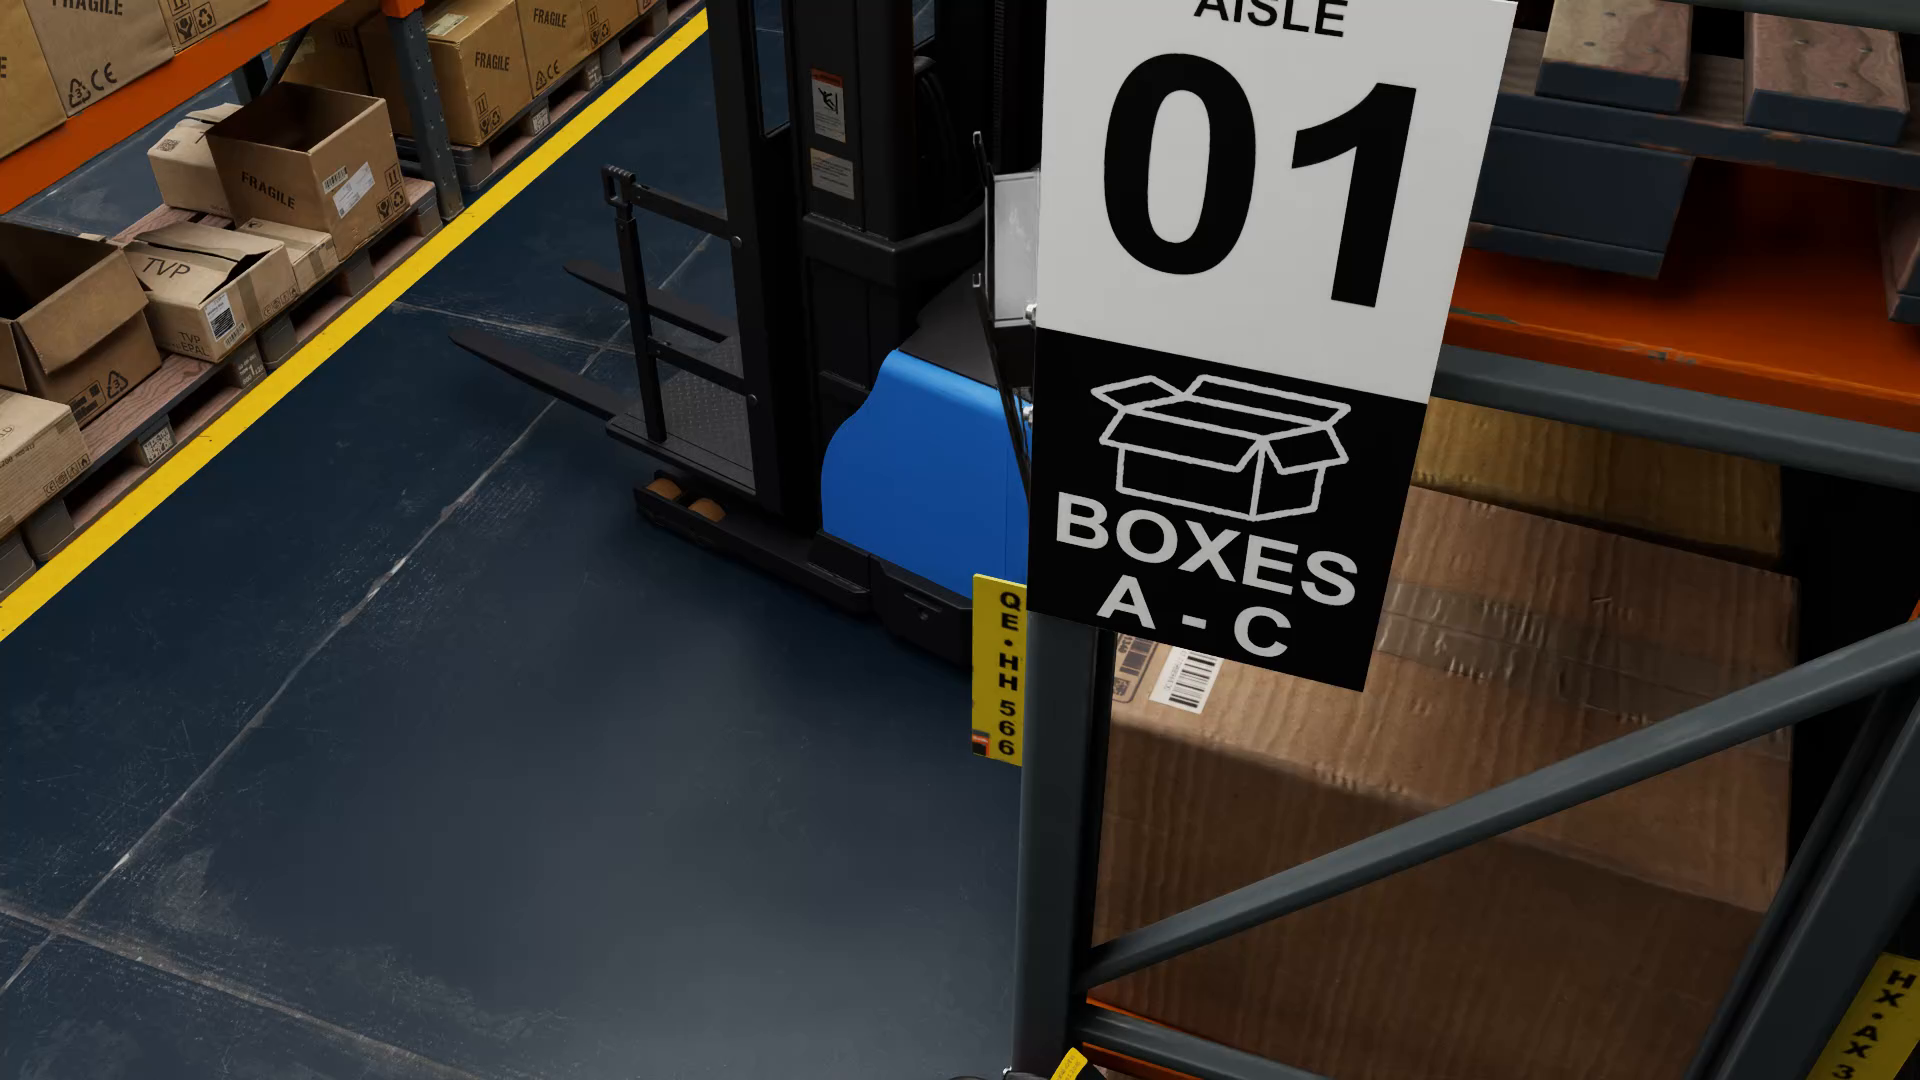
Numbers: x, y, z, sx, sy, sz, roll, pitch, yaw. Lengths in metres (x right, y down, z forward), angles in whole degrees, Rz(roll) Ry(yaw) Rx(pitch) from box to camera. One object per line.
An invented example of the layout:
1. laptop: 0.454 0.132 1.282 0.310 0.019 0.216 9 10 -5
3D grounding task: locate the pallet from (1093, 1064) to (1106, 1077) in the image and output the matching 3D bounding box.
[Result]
1. pallet: 0.769 1.393 3.955 1.003 0.211 1.213 13 42 15

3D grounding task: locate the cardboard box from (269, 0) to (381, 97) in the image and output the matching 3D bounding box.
1. cardboard box: -2.820 -2.281 7.700 0.500 0.500 0.500 13 42 15

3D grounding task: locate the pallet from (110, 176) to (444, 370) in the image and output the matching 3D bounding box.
1. pallet: -2.955 -1.221 7.018 1.003 0.211 1.213 13 42 15

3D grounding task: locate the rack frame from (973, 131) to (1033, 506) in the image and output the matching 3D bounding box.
1. rack frame: 0.201 -0.178 4.268 0.015 2.100 0.400 -4 61 8

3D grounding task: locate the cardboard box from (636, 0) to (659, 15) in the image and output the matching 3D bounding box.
1. cardboard box: -1.802 -3.097 8.655 0.500 0.500 0.500 12 42 13

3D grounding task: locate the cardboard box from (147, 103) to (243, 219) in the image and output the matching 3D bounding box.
1. cardboard box: -3.066 -1.637 7.090 0.500 0.311 0.500 13 42 15

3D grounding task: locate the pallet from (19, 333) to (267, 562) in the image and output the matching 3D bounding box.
1. pallet: -3.371 -0.474 6.143 1.003 0.211 1.213 13 42 15

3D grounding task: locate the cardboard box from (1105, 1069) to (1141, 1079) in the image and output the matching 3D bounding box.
1. cardboard box: 0.714 1.179 3.660 0.700 0.500 0.500 13 42 15

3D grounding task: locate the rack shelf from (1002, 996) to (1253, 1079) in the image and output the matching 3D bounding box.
1. rack shelf: 1.253 -0.109 4.121 1.077 0.370 4.000 13 42 15

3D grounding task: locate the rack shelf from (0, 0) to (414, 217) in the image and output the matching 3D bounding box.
1. rack shelf: -3.403 -1.207 5.407 1.077 0.370 4.000 13 42 15

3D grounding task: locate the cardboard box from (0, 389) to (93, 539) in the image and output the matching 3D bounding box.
1. cardboard box: -3.293 -0.260 5.524 0.500 0.250 0.500 13 42 15

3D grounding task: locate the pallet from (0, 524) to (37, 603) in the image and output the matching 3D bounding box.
1. pallet: -3.790 0.268 5.274 1.003 0.211 1.213 13 42 15

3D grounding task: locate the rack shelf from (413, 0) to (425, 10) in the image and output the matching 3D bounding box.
1. rack shelf: -2.036 -3.646 8.267 1.077 0.370 4.000 13 42 15

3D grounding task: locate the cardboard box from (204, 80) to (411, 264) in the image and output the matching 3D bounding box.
1. cardboard box: -2.648 -1.506 6.791 0.500 0.500 0.500 13 42 15

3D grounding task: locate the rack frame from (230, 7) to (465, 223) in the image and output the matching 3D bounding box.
1. rack frame: -2.719 -2.700 6.604 1.000 3.000 0.127 13 42 15

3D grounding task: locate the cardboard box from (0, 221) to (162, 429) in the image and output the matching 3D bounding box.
1. cardboard box: -3.357 -0.771 5.927 0.797 0.503 0.637 13 42 15

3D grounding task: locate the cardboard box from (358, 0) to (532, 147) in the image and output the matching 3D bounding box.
1. cardboard box: -2.325 -2.157 7.555 0.500 0.500 0.500 11 42 13

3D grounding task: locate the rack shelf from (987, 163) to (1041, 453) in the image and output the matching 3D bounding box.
1. rack shelf: 0.333 -0.518 3.637 0.480 0.518 0.431 -4 61 8

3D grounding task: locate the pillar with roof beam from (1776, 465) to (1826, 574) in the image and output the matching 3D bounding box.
1. pillar with roof beam: -1.535 -4.222 3.765 9.100 9.000 0.400 13 42 15

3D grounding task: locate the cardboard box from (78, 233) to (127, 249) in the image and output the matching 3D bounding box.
1. cardboard box: -3.353 -1.052 6.516 0.380 0.166 0.250 13 42 15

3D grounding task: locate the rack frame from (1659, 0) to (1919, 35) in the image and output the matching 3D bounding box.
1. rack frame: 0.569 -1.446 0.511 1.000 3.000 0.127 13 42 15

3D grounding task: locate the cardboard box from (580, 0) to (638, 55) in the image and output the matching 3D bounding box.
1. cardboard box: -1.975 -2.788 8.294 0.500 0.500 0.500 14 42 16

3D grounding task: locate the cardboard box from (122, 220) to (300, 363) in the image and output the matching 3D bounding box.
1. cardboard box: -2.904 -0.977 6.316 0.500 0.311 0.500 13 42 15

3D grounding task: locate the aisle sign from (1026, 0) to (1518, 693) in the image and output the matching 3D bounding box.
1. aisle sign: 0.263 -0.175 1.641 0.394 0.787 0.004 13 42 15

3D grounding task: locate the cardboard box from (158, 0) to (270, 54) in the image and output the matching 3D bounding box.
1. cardboard box: -2.824 -2.062 5.778 0.500 0.500 0.500 14 43 16

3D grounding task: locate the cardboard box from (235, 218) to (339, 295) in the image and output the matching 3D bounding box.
1. cardboard box: -2.720 -1.130 6.621 0.380 0.149 0.250 13 42 15

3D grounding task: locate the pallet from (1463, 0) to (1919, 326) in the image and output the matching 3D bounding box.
1. pallet: 0.813 -0.725 2.046 1.003 0.211 1.213 13 42 15

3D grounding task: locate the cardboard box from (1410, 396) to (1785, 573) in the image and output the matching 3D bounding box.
1. cardboard box: 0.972 -0.037 3.251 0.980 0.700 0.700 13 42 15

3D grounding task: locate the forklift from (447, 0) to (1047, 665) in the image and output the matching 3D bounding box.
1. forklift: -0.518 -1.348 5.071 3.031 2.935 1.130 24 46 26

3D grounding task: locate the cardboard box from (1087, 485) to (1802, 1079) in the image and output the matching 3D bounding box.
1. cardboard box: 0.734 0.409 2.728 0.980 0.700 0.700 15 43 17

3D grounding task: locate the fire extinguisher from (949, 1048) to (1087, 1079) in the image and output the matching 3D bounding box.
1. fire extinguisher: 0.084 0.998 2.617 0.296 0.674 0.183 13 42 15

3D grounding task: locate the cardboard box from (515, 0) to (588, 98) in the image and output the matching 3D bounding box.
1. cardboard box: -2.153 -2.485 7.939 0.500 0.500 0.500 14 42 16

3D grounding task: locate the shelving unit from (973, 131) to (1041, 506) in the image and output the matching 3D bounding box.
1. shelving unit: 0.442 -0.195 4.233 0.503 2.100 0.431 -4 61 8

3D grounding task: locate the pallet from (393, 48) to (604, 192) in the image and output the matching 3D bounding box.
1. pallet: -2.477 -2.144 8.100 1.003 0.211 1.213 13 42 15

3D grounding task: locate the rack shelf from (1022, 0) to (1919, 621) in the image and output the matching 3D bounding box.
1. rack shelf: 1.253 -1.251 3.148 1.077 0.370 4.000 13 42 15

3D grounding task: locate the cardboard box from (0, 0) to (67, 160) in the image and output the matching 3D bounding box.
1. cardboard box: -3.169 -1.436 5.046 0.500 0.500 0.500 14 42 16

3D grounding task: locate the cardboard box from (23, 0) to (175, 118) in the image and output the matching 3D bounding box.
1. cardboard box: -2.998 -1.748 5.410 0.500 0.500 0.500 14 42 16

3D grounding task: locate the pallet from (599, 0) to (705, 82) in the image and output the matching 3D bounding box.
1. pallet: -2.061 -2.890 8.975 1.003 0.211 1.213 13 42 15

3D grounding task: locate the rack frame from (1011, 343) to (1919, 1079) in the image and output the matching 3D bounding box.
1. rack frame: 0.569 0.837 2.458 1.000 3.000 0.127 13 42 15

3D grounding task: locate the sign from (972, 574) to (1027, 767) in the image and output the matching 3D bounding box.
1. sign: 0.064 0.177 2.157 0.100 0.325 0.005 13 42 15

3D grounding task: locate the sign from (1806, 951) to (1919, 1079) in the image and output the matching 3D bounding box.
1. sign: 1.089 0.604 2.003 0.100 0.325 0.005 13 42 15
